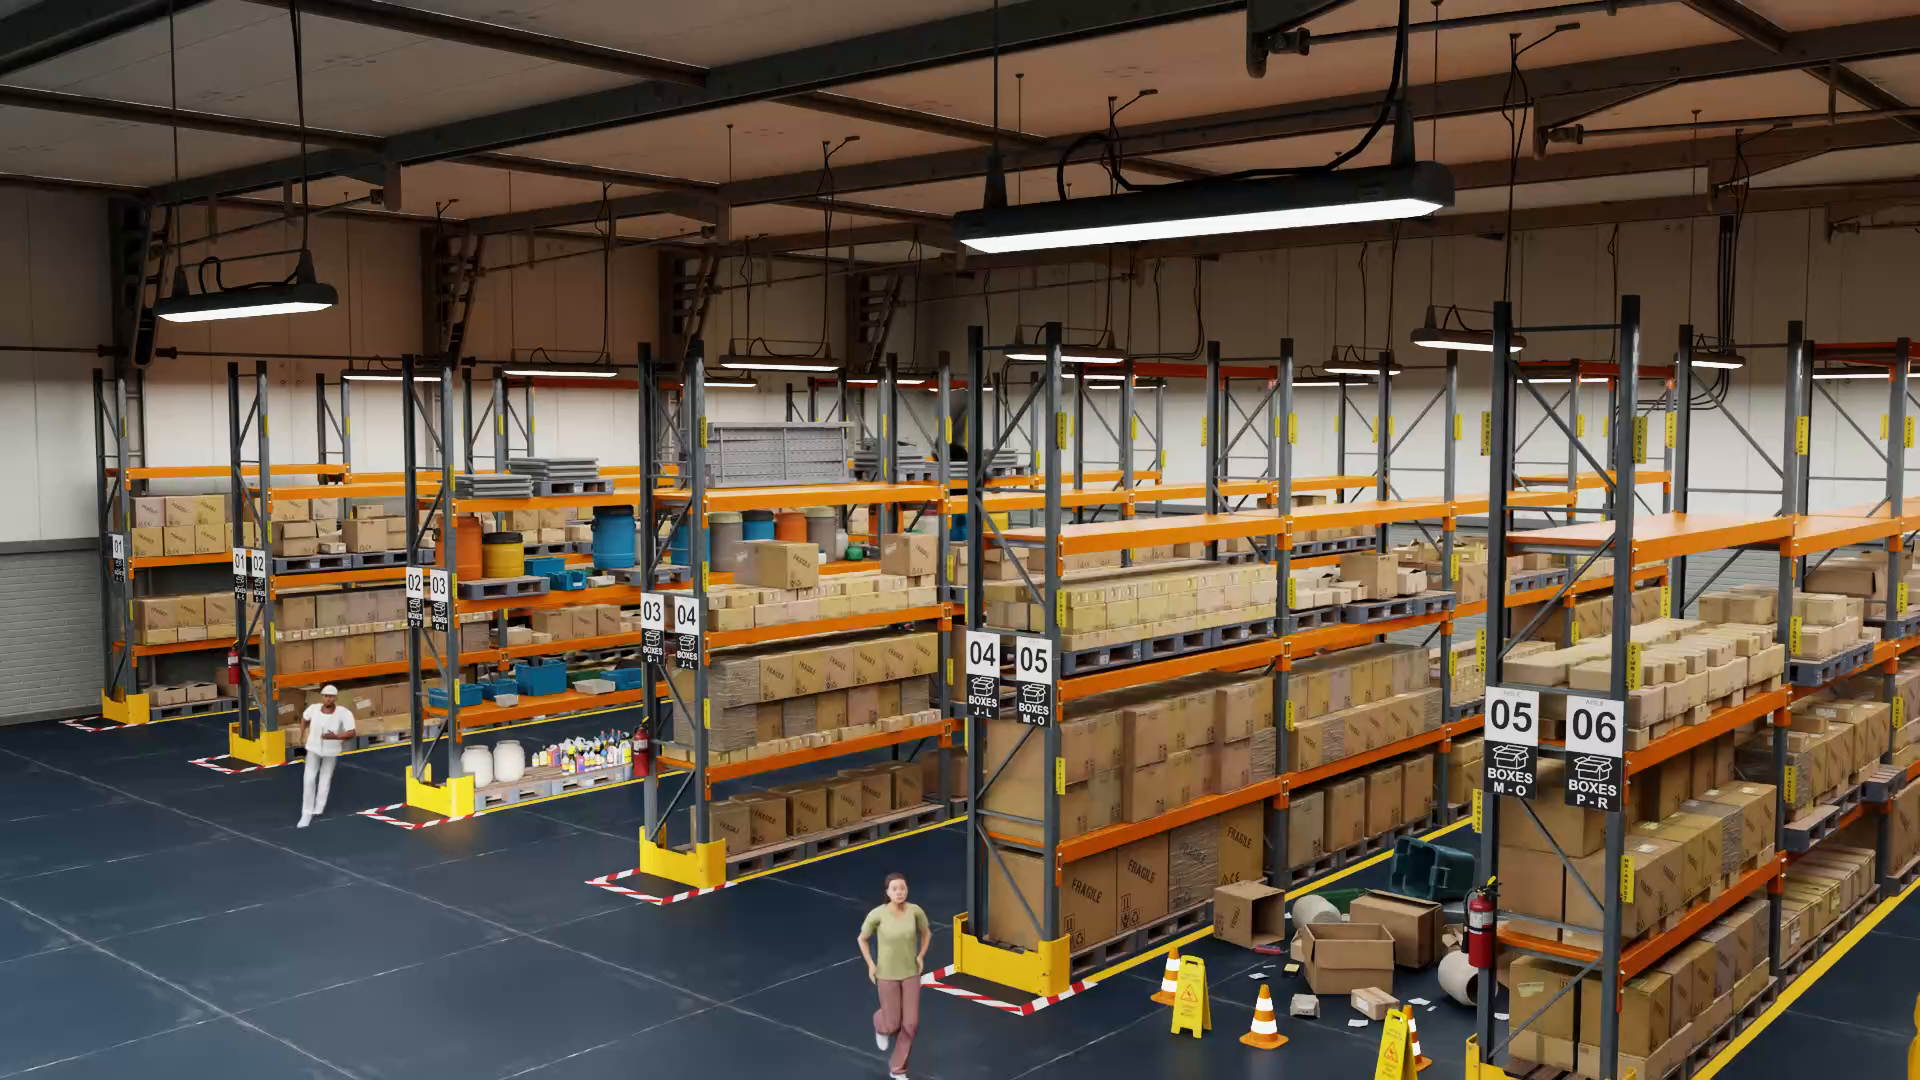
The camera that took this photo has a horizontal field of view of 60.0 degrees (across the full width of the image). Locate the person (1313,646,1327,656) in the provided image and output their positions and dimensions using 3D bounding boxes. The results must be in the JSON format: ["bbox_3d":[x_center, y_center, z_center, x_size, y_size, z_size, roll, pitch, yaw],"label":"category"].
[{"bbox_3d":[5.713,2.432,26.374,0.523,1.579,0.691,4,5,40],"label":"person"}]

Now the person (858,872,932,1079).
[{"bbox_3d":[-0.496,3.400,13.033,0.587,1.628,0.626,-1,4,-15],"label":"person"}]

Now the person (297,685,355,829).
[{"bbox_3d":[-8.103,2.740,21.315,0.713,1.811,0.751,-1,4,-13],"label":"person"}]

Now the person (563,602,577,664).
[{"bbox_3d":[-7.369,1.958,31.461,0.654,1.835,0.735,3,5,33],"label":"person"}]
